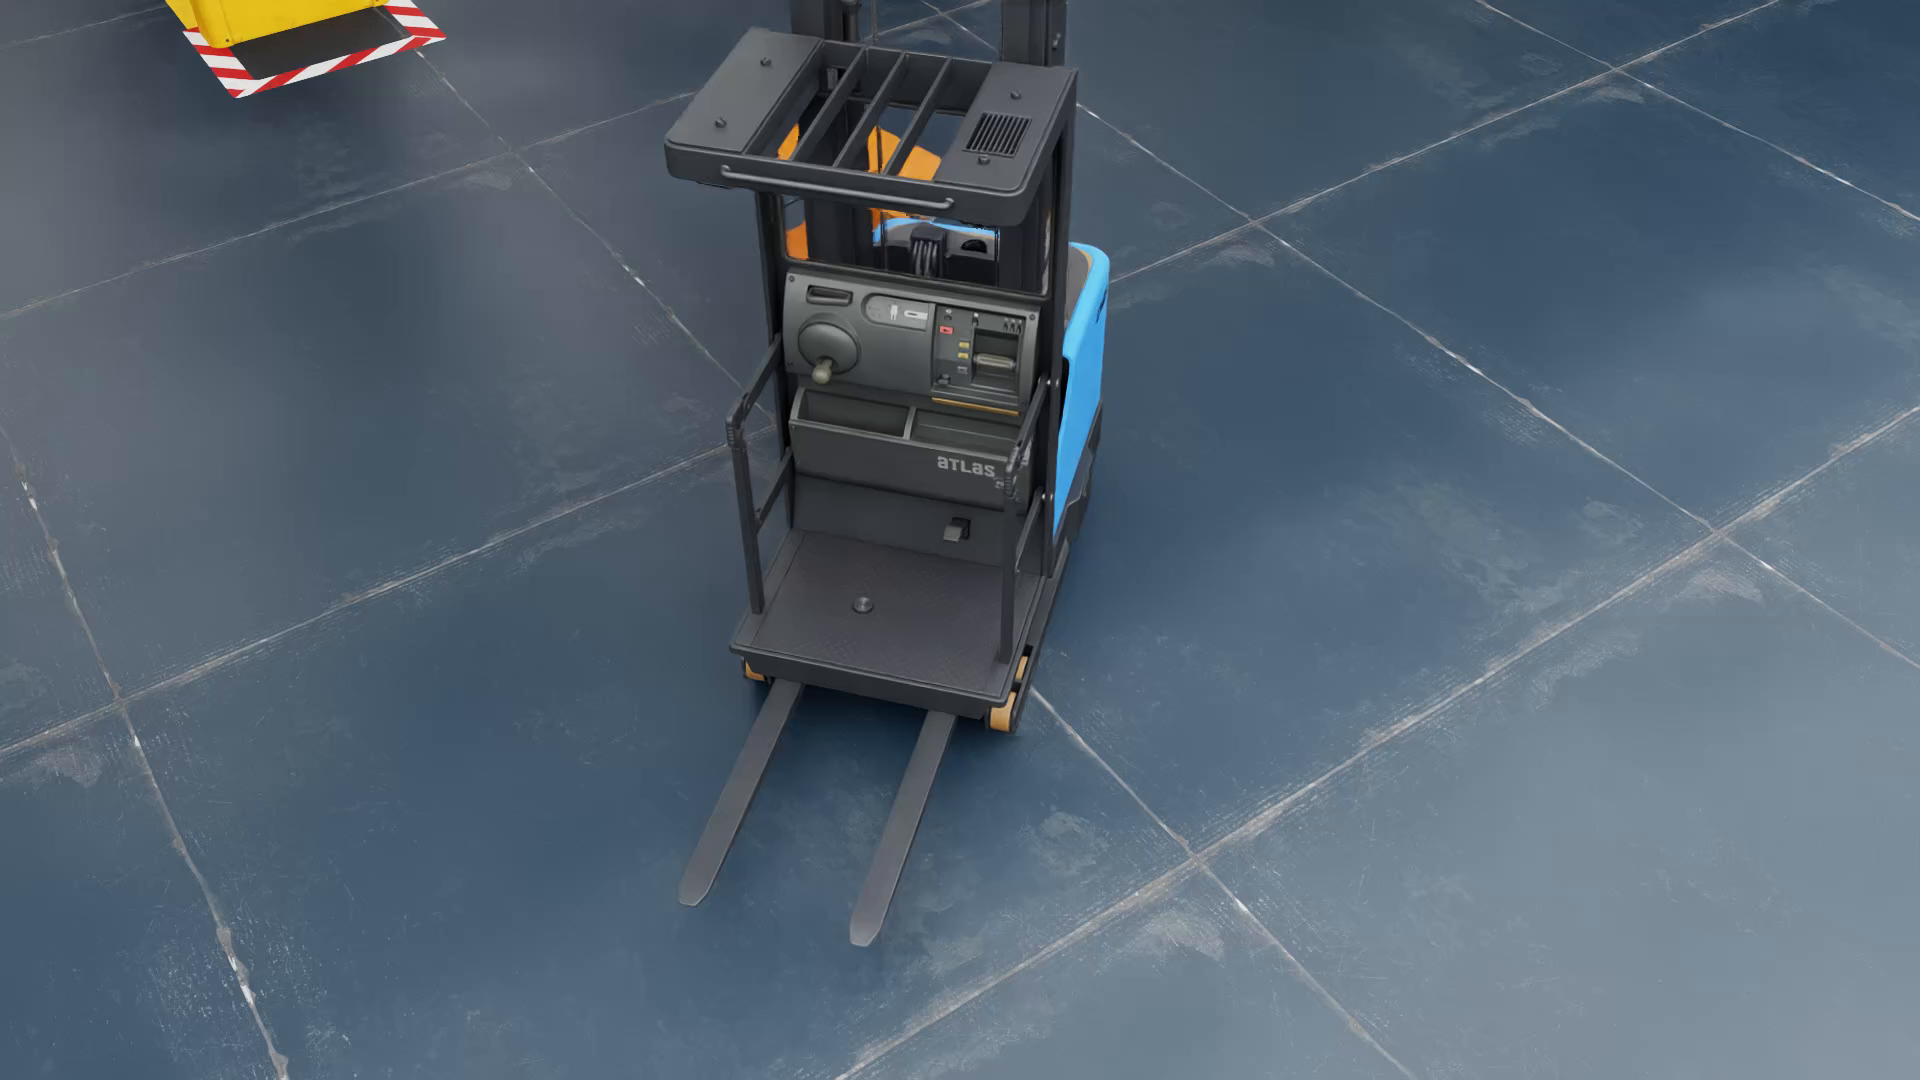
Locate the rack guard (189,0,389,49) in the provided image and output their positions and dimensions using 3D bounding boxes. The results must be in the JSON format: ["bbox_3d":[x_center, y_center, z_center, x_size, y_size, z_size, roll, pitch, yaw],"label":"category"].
[{"bbox_3d":[-4.316,-3.590,10.640,1.175,0.500,0.348,-26,49,-24],"label":"rack guard"}]

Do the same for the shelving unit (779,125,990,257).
[{"bbox_3d":[-0.418,-1.447,7.942,1.048,1.125,0.538,32,52,29],"label":"shelving unit"}]

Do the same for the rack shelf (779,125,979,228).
[{"bbox_3d":[-0.418,-1.659,7.740,1.000,0.278,0.538,32,52,29],"label":"rack shelf"}]

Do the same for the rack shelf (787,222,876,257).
[{"bbox_3d":[-0.418,-1.270,8.111,1.000,0.278,0.538,32,52,29],"label":"rack shelf"}]

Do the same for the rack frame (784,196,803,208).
[{"bbox_3d":[-0.795,-1.682,8.189,0.032,1.125,0.500,32,52,29],"label":"rack frame"}]

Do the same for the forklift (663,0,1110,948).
[{"bbox_3d":[-0.235,-0.619,5.767,1.130,2.935,3.031,11,45,11],"label":"forklift"}]

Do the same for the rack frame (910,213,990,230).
[{"bbox_3d":[-0.041,-1.211,7.695,0.032,1.125,0.500,32,52,29],"label":"rack frame"}]
